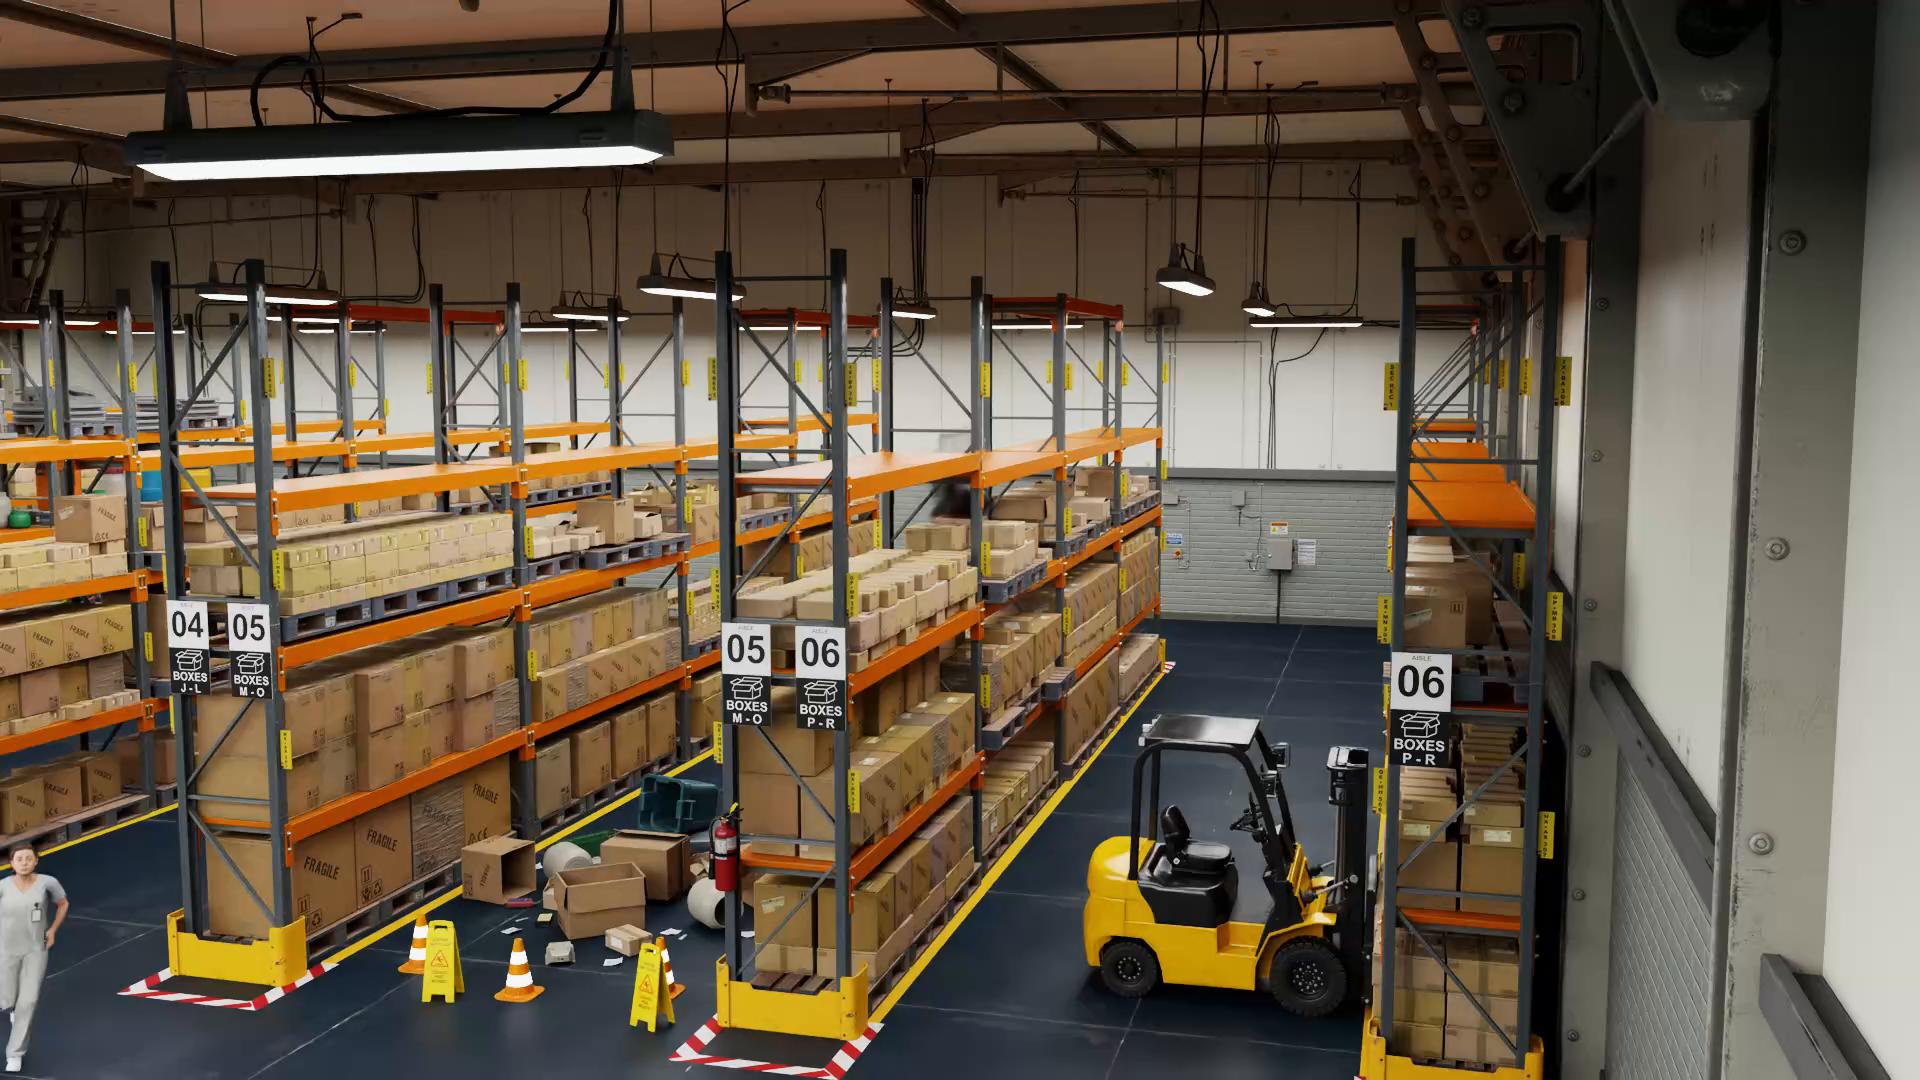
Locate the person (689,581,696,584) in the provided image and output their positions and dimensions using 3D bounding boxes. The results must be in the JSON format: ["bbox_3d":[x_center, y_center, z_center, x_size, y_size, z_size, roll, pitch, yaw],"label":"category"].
[{"bbox_3d":[-4.334,1.483,27.390,0.599,1.621,0.604,3,7,23],"label":"person"}]

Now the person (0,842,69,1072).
[{"bbox_3d":[-6.972,3.055,12.436,0.571,1.637,0.768,-3,7,-26],"label":"person"}]
